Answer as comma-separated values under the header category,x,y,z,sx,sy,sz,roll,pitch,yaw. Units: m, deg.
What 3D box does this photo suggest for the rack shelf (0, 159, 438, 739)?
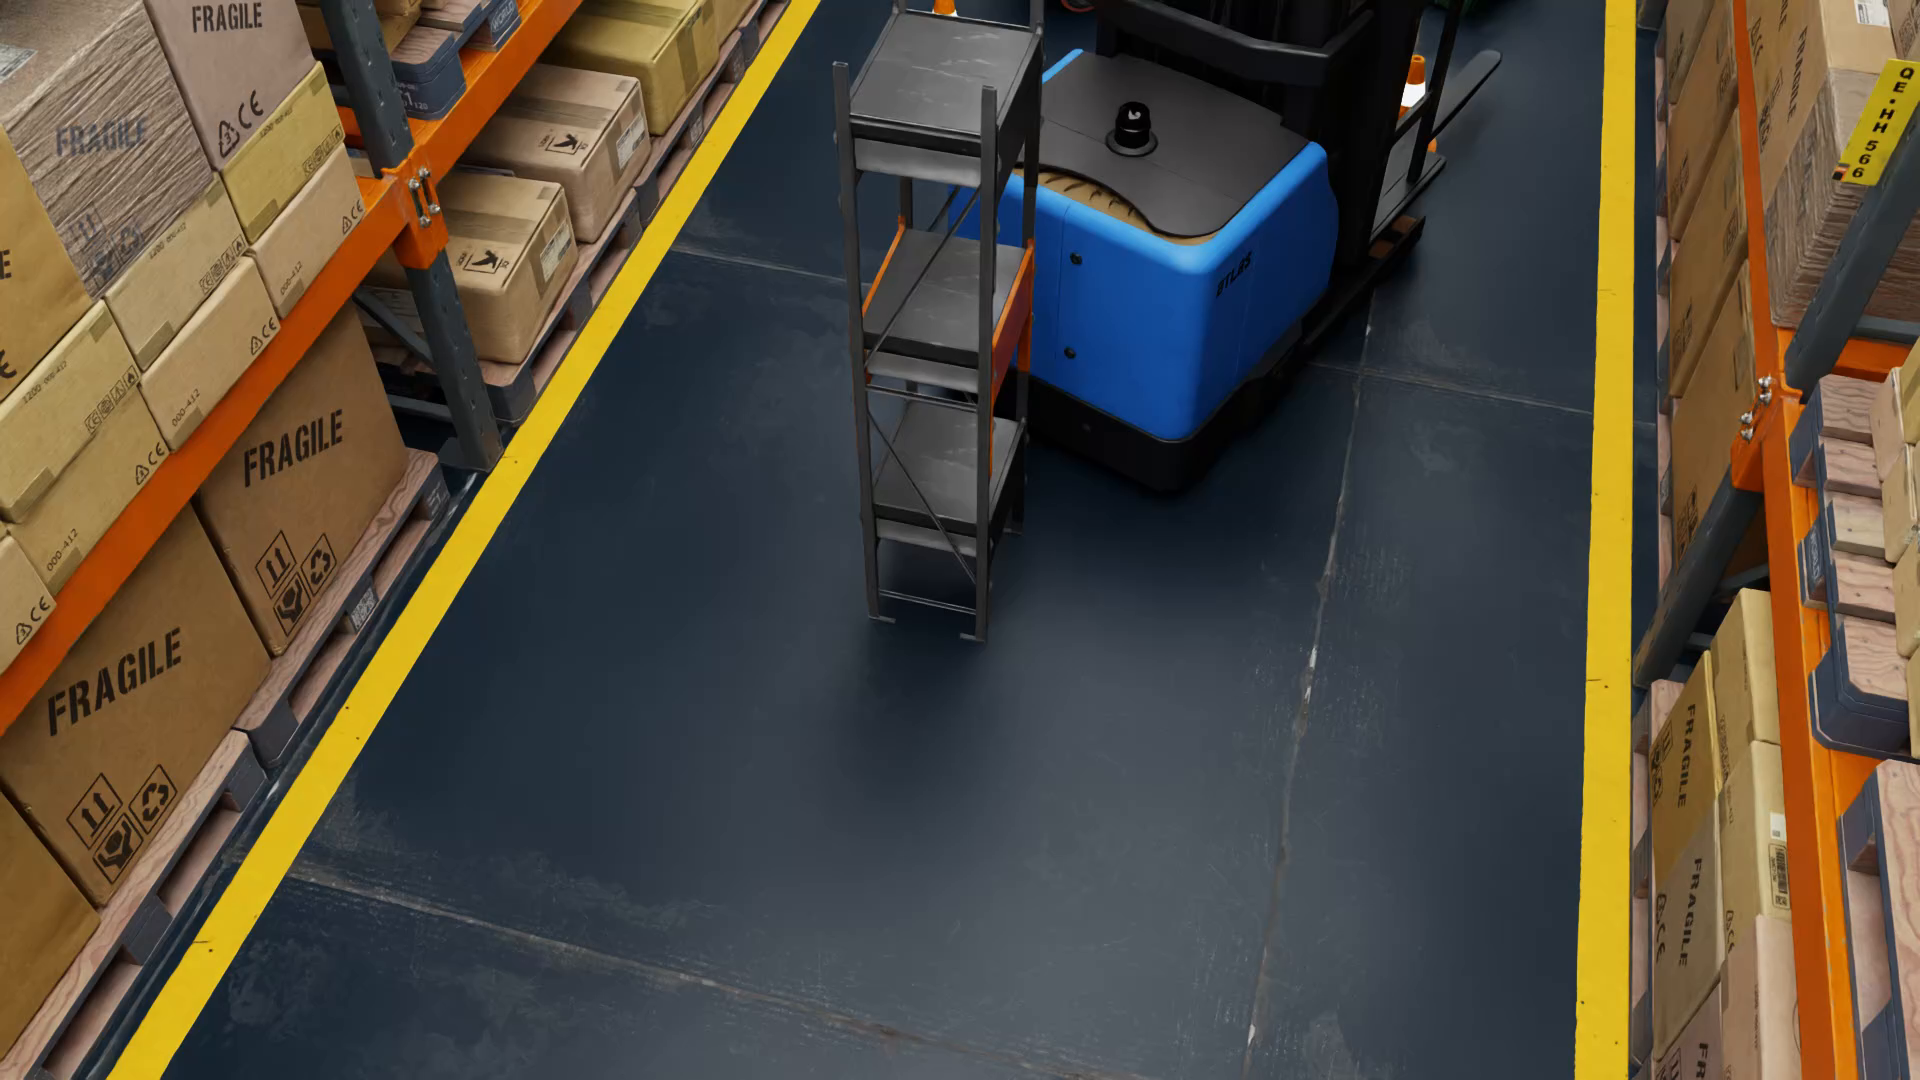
category,x,y,z,sx,sy,sz,roll,pitch,yaw
rack shelf,-2.674,0.316,3.950,1.077,0.370,4.000,12,50,10

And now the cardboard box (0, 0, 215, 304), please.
category,x,y,z,sx,sy,sz,roll,pitch,yaw
cardboard box,-2.159,-0.934,3.840,0.500,0.500,0.500,12,50,11

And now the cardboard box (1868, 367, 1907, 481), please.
category,x,y,z,sx,sy,sz,roll,pitch,yaw
cardboard box,2.342,-0.237,3.846,0.380,0.149,0.250,11,49,10

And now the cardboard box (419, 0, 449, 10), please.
category,x,y,z,sx,sy,sz,roll,pitch,yaw
cardboard box,-1.776,-1.821,5.244,0.380,0.149,0.250,9,49,8

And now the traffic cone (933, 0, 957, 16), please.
category,x,y,z,sx,sy,sz,roll,pitch,yaw
traffic cone,-0.071,-2.249,7.427,0.336,0.463,0.334,12,50,10

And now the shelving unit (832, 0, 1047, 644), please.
category,x,y,z,sx,sy,sz,roll,pitch,yaw
shelving unit,-0.044,-0.575,4.857,0.431,2.100,0.503,12,50,10

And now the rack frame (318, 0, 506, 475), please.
category,x,y,z,sx,sy,sz,roll,pitch,yaw
rack frame,-2.148,-1.369,4.957,1.000,3.000,0.127,12,50,10

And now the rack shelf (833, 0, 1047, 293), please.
category,x,y,z,sx,sy,sz,roll,pitch,yaw
rack shelf,-0.044,-1.029,4.342,0.431,0.518,0.480,12,50,10

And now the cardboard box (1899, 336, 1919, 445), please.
category,x,y,z,sx,sy,sz,roll,pitch,yaw
cardboard box,2.333,-0.309,3.712,0.380,0.149,0.250,14,50,12

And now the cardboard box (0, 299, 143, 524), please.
category,x,y,z,sx,sy,sz,roll,pitch,yaw
cardboard box,-2.277,-0.338,3.814,0.500,0.250,0.500,10,49,9

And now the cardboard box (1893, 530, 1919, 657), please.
category,x,y,z,sx,sy,sz,roll,pitch,yaw
cardboard box,2.200,0.152,3.503,0.380,0.149,0.250,14,50,12

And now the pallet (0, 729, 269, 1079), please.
category,x,y,z,sx,sy,sz,roll,pitch,yaw
pallet,-2.751,0.989,4.736,1.003,0.211,1.213,12,50,10

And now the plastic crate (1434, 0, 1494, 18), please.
category,x,y,z,sx,sy,sz,roll,pitch,yaw
plastic crate,2.489,-2.831,8.085,0.662,0.188,0.450,-37,68,-28

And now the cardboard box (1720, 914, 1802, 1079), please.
category,x,y,z,sx,sy,sz,roll,pitch,yaw
cardboard box,1.963,1.148,3.623,0.500,0.250,0.500,12,50,10

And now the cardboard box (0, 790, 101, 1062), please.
category,x,y,z,sx,sy,sz,roll,pitch,yaw
cardboard box,-2.884,0.969,4.031,0.875,0.875,0.875,13,50,11

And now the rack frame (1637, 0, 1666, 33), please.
category,x,y,z,sx,sy,sz,roll,pitch,yaw
rack frame,3.707,-3.358,6.713,1.000,3.000,0.127,12,50,10

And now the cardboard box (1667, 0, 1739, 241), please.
category,x,y,z,sx,sy,sz,roll,pitch,yaw
cardboard box,3.373,-1.589,6.372,1.050,0.750,0.750,12,50,10

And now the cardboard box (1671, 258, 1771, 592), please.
category,x,y,z,sx,sy,sz,roll,pitch,yaw
cardboard box,2.901,-0.282,5.219,1.050,0.750,0.750,11,49,10

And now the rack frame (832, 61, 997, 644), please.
category,x,y,z,sx,sy,sz,roll,pitch,yaw
rack frame,-0.108,-0.399,4.701,0.400,2.100,0.015,12,50,10

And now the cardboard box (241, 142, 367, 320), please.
category,x,y,z,sx,sy,sz,roll,pitch,yaw
cardboard box,-2.031,-0.902,4.646,0.500,0.250,0.500,10,49,9

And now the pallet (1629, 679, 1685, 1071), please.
category,x,y,z,sx,sy,sz,roll,pitch,yaw
pallet,2.447,1.023,4.707,1.003,0.211,1.213,12,50,10

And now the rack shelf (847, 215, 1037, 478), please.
category,x,y,z,sx,sy,sz,roll,pitch,yaw
rack shelf,-0.044,-0.566,4.867,0.431,0.518,0.480,12,50,10

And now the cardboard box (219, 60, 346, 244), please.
category,x,y,z,sx,sy,sz,roll,pitch,yaw
cardboard box,-2.030,-1.084,4.473,0.500,0.250,0.500,11,50,10

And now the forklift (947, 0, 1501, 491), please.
category,x,y,z,sx,sy,sz,roll,pitch,yaw
forklift,1.223,-2.208,5.743,1.130,2.935,3.031,29,55,23

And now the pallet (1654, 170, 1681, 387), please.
category,x,y,z,sx,sy,sz,roll,pitch,yaw
pallet,3.257,-0.977,6.472,1.003,0.211,1.213,12,50,10

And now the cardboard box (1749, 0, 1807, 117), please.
category,x,y,z,sx,sy,sz,roll,pitch,yaw
cardboard box,2.778,-1.599,5.094,0.500,0.500,0.500,11,49,9

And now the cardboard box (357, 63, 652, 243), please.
category,x,y,z,sx,sy,sz,roll,pitch,yaw
cardboard box,-1.803,-1.580,6.617,0.950,0.372,0.625,11,49,9

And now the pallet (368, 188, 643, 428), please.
category,x,y,z,sx,sy,sz,roll,pitch,yaw
pallet,-1.941,-1.011,6.502,1.003,0.211,1.213,12,50,10

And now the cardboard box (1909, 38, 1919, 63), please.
category,x,y,z,sx,sy,sz,roll,pitch,yaw
cardboard box,2.782,-1.152,4.032,0.700,0.500,0.500,11,50,10

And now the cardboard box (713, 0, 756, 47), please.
category,x,y,z,sx,sy,sz,roll,pitch,yaw
cardboard box,-1.417,-2.631,7.544,0.950,0.372,0.625,14,50,12

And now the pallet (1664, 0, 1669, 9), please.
category,x,y,z,sx,sy,sz,roll,pitch,yaw
pallet,3.983,-2.970,8.231,1.003,0.211,1.213,12,50,10

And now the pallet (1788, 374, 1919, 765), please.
category,x,y,z,sx,sy,sz,roll,pitch,yaw
pallet,2.569,0.135,3.758,1.213,0.211,1.003,12,50,10

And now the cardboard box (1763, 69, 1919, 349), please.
category,x,y,z,sx,sy,sz,roll,pitch,yaw
cardboard box,2.514,-0.877,4.457,0.500,0.500,0.500,12,50,10

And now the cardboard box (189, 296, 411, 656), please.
category,x,y,z,sx,sy,sz,roll,pitch,yaw
cardboard box,-2.410,-0.321,5.170,0.875,0.875,0.875,11,50,10

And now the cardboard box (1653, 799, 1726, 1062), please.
category,x,y,z,sx,sy,sz,roll,pitch,yaw
cardboard box,2.093,1.049,4.211,0.500,0.500,0.500,12,50,10

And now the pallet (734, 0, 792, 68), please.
category,x,y,z,sx,sy,sz,roll,pitch,yaw
pallet,-1.299,-2.776,8.059,1.003,0.211,1.213,12,50,10

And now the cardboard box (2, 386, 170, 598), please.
category,x,y,z,sx,sy,sz,roll,pitch,yaw
cardboard box,-2.298,-0.168,3.998,0.500,0.250,0.500,11,50,10

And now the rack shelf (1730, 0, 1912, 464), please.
category,x,y,z,sx,sy,sz,roll,pitch,yaw
rack shelf,3.181,-1.674,5.706,1.077,0.370,4.000,12,50,10

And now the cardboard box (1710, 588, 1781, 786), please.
category,x,y,z,sx,sy,sz,roll,pitch,yaw
cardboard box,2.239,0.426,4.260,0.500,0.250,0.500,10,49,8
